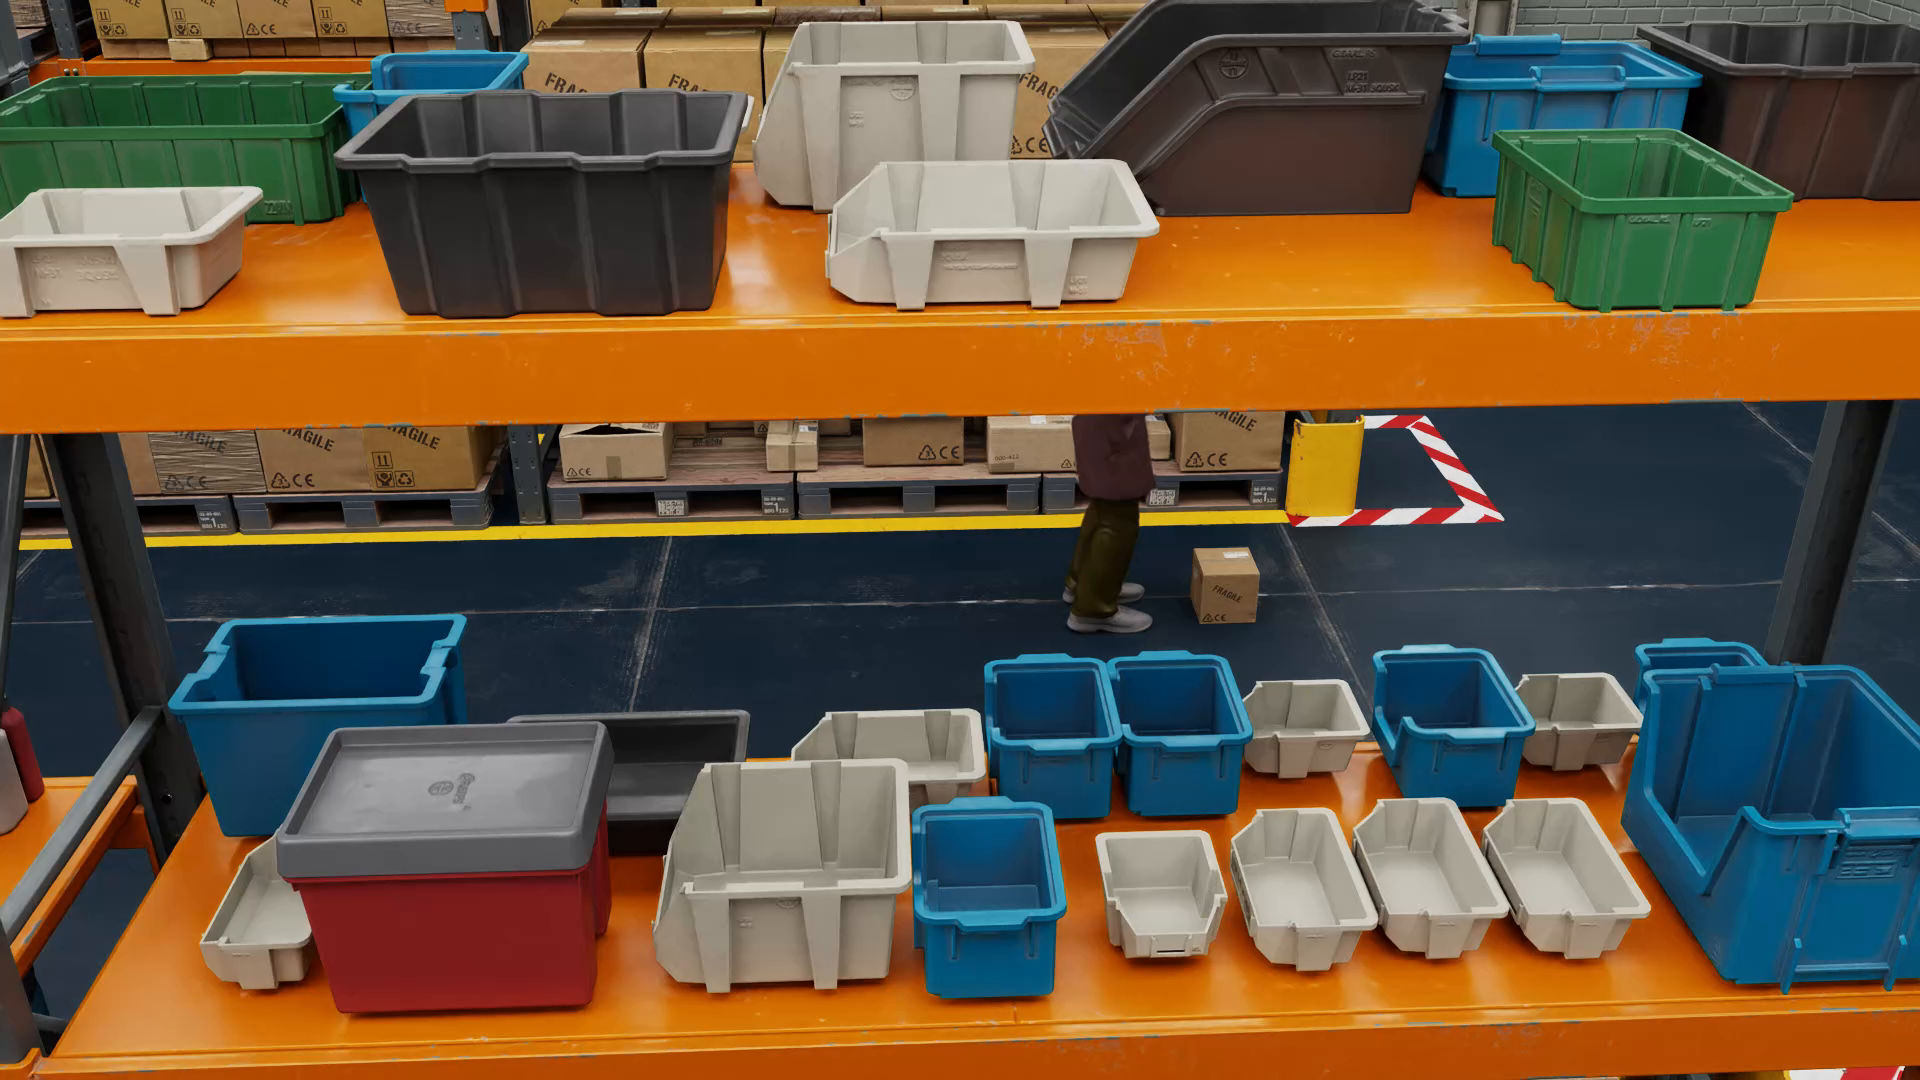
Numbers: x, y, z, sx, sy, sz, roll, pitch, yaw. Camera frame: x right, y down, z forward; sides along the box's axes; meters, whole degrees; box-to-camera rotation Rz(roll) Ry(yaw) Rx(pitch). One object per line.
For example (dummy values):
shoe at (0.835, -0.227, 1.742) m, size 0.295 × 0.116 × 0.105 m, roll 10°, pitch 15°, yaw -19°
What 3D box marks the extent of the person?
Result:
person at (0.654, -0.467, 7.064) m, size 0.378 × 1.767 × 0.562 m, roll -1°, pitch 27°, yaw -2°
